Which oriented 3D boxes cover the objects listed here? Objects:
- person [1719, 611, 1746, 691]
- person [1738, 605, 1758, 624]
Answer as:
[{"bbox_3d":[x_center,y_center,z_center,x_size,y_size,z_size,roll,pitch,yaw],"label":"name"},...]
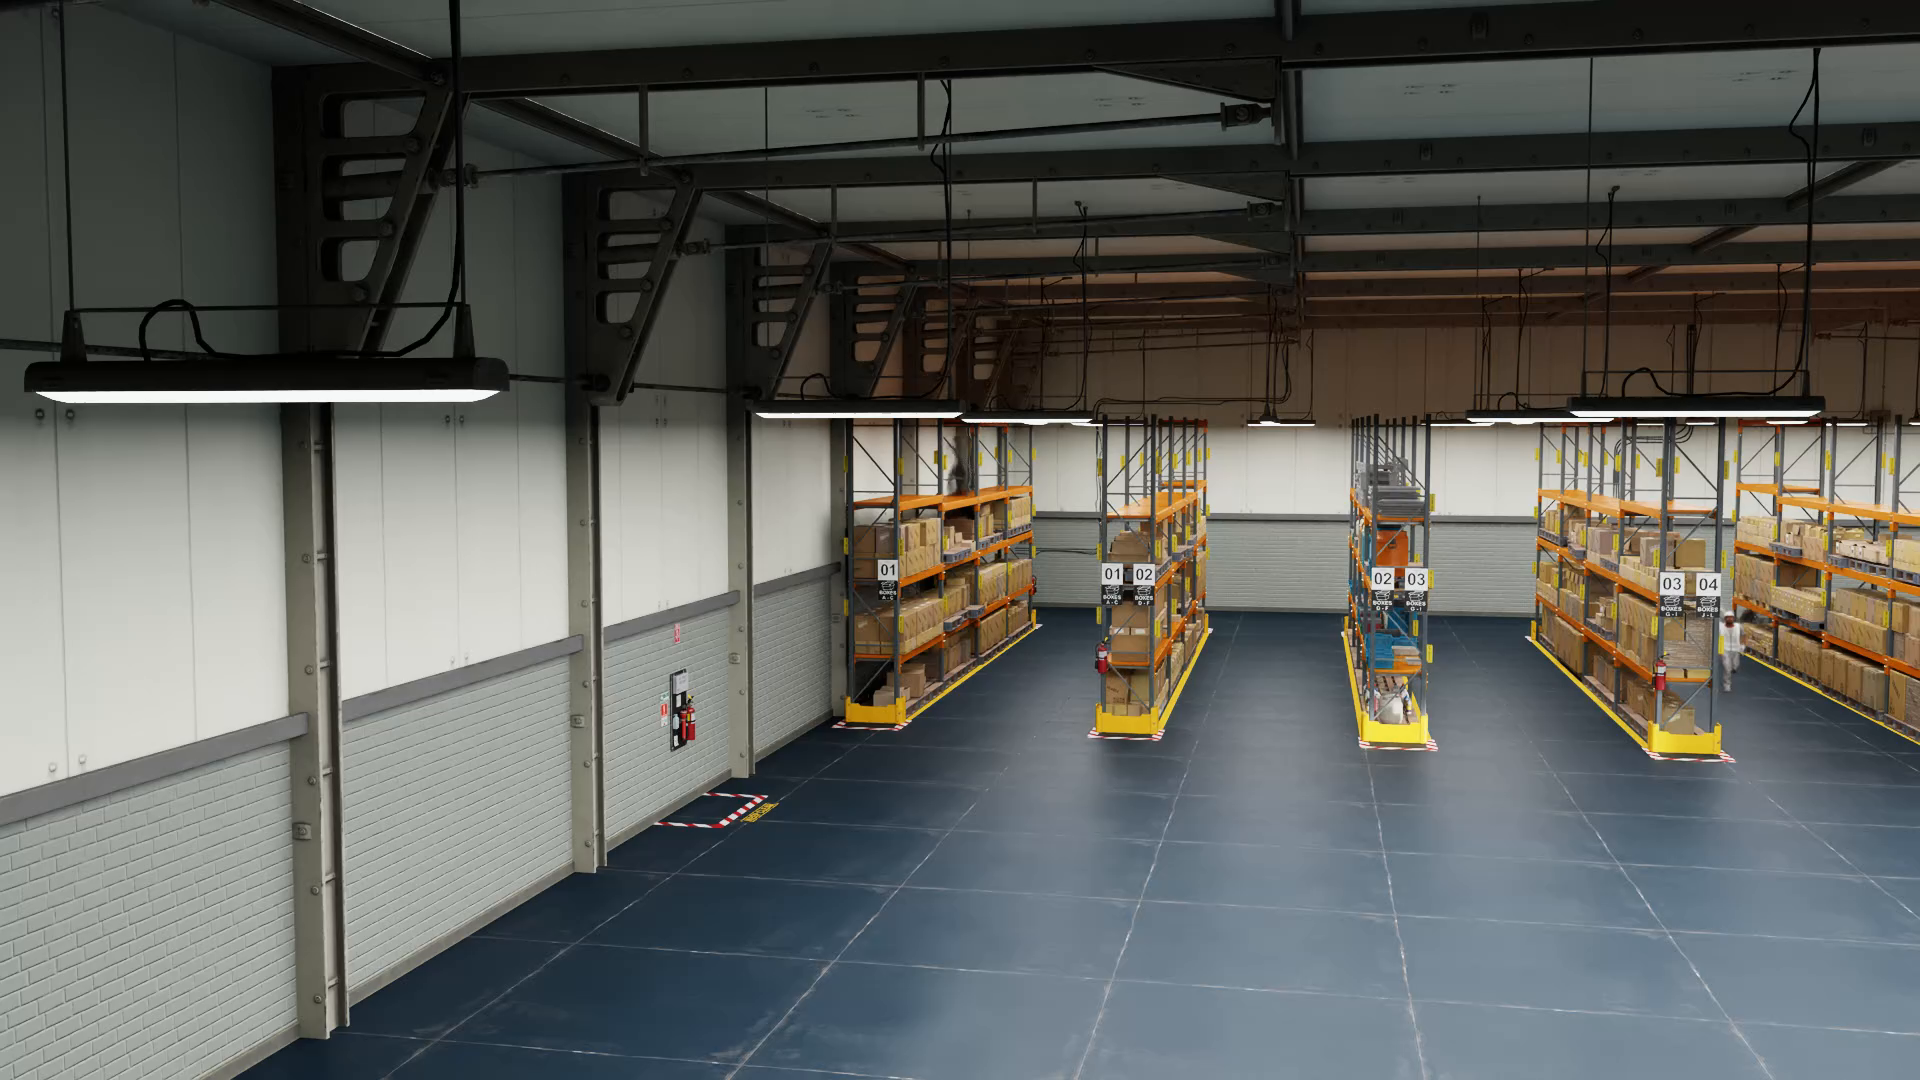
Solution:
[{"bbox_3d":[16.882,2.427,36.490,0.685,1.756,0.678,1,4,16],"label":"person"},{"bbox_3d":[21.330,1.908,44.961,0.925,1.624,0.658,2,4,27],"label":"person"}]
